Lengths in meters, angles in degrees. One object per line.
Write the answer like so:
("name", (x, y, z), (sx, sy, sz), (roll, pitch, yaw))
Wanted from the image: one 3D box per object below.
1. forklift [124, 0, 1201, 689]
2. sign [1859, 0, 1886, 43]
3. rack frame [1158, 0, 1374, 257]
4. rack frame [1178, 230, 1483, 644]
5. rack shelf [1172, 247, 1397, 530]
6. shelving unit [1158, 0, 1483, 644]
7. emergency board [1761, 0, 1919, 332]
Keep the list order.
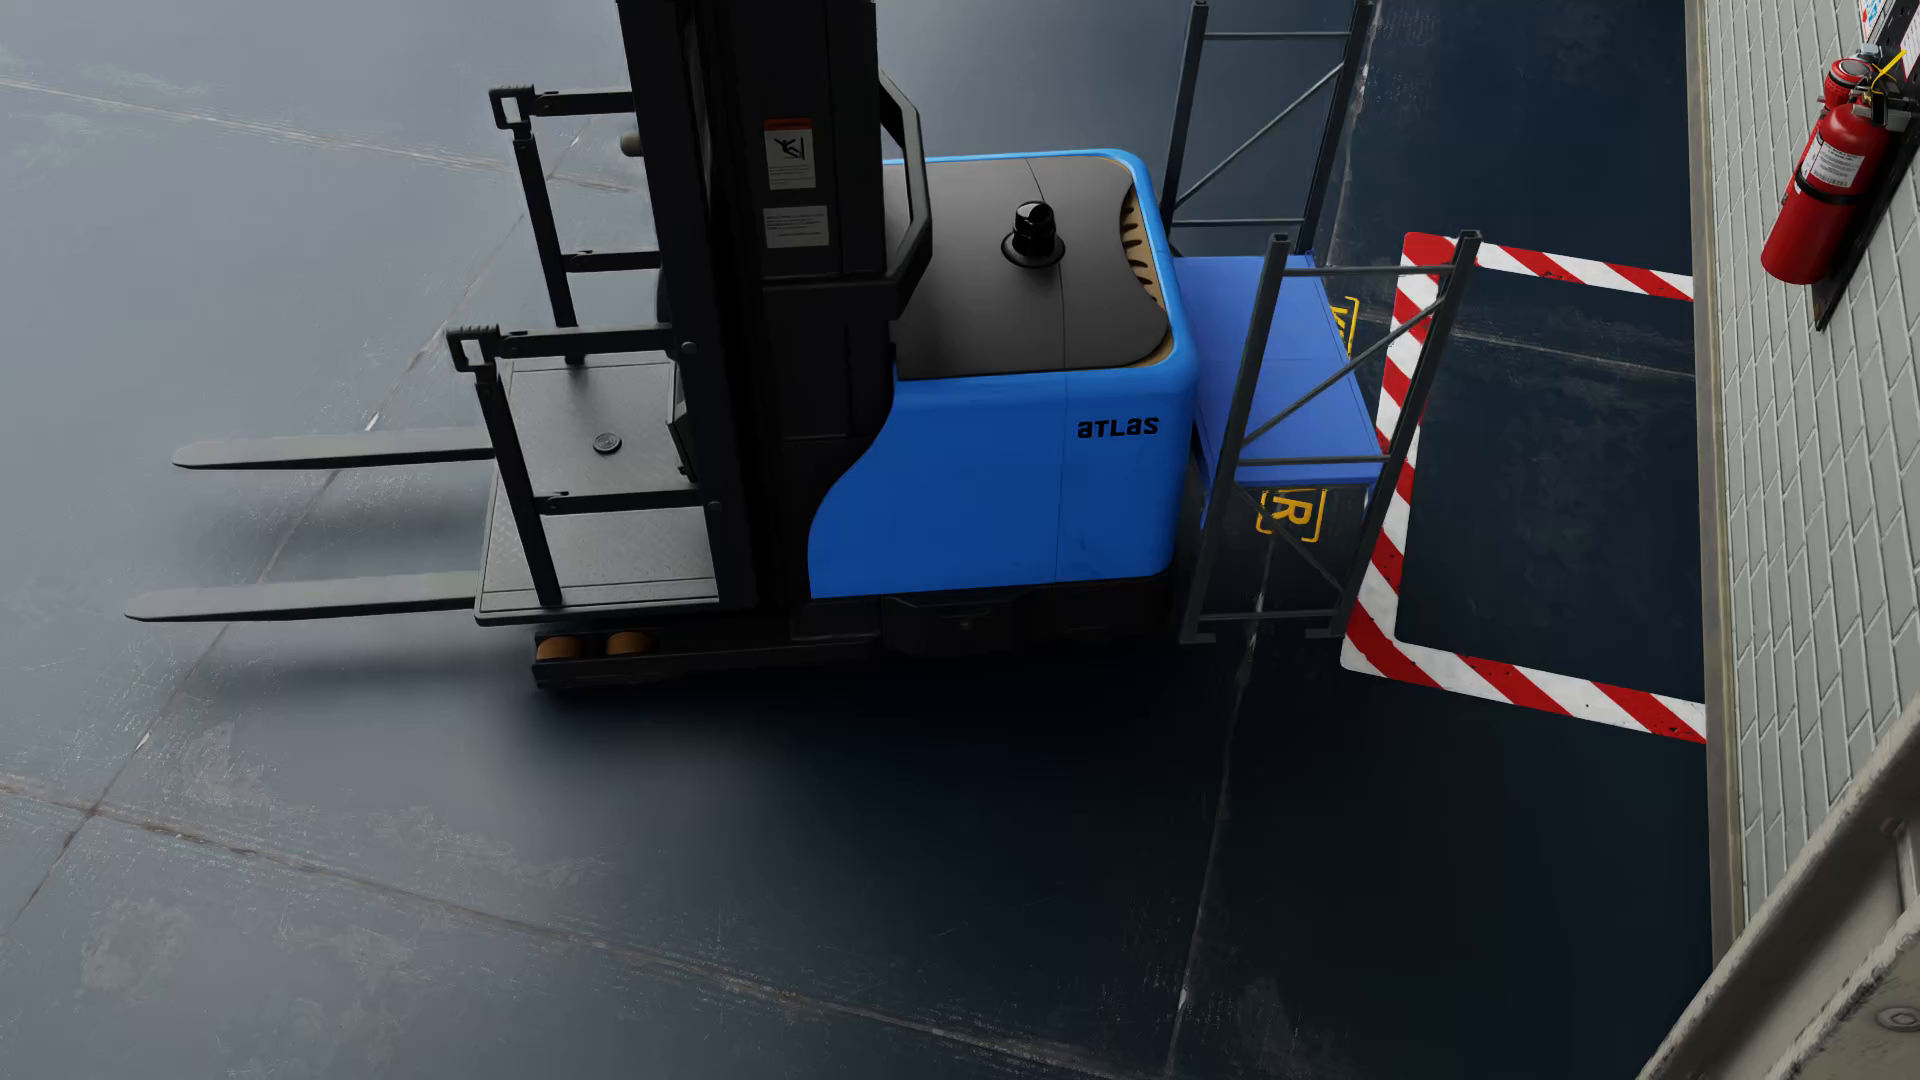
("forklift", (-0.915, -0.951, 4.134), (3.031, 2.935, 1.130), (-4, 49, -3))
("sign", (2.574, -1.584, 4.624), (0.001, 0.329, 0.234), (12, 50, 10))
("rack frame", (0.847, -0.968, 5.090), (0.500, 1.500, 0.032), (-2, 49, -5))
("rack frame", (0.934, -0.208, 4.419), (0.500, 1.500, 0.032), (-2, 49, -5))
("rack shelf", (0.882, -0.468, 4.889), (0.538, 0.185, 1.000), (-2, 49, -5))
("shelving unit", (0.890, -0.588, 4.754), (0.538, 1.500, 1.048), (-2, 49, -5))
("emergency board", (2.329, -1.193, 4.302), (0.194, 1.169, 0.643), (12, 50, 10))
